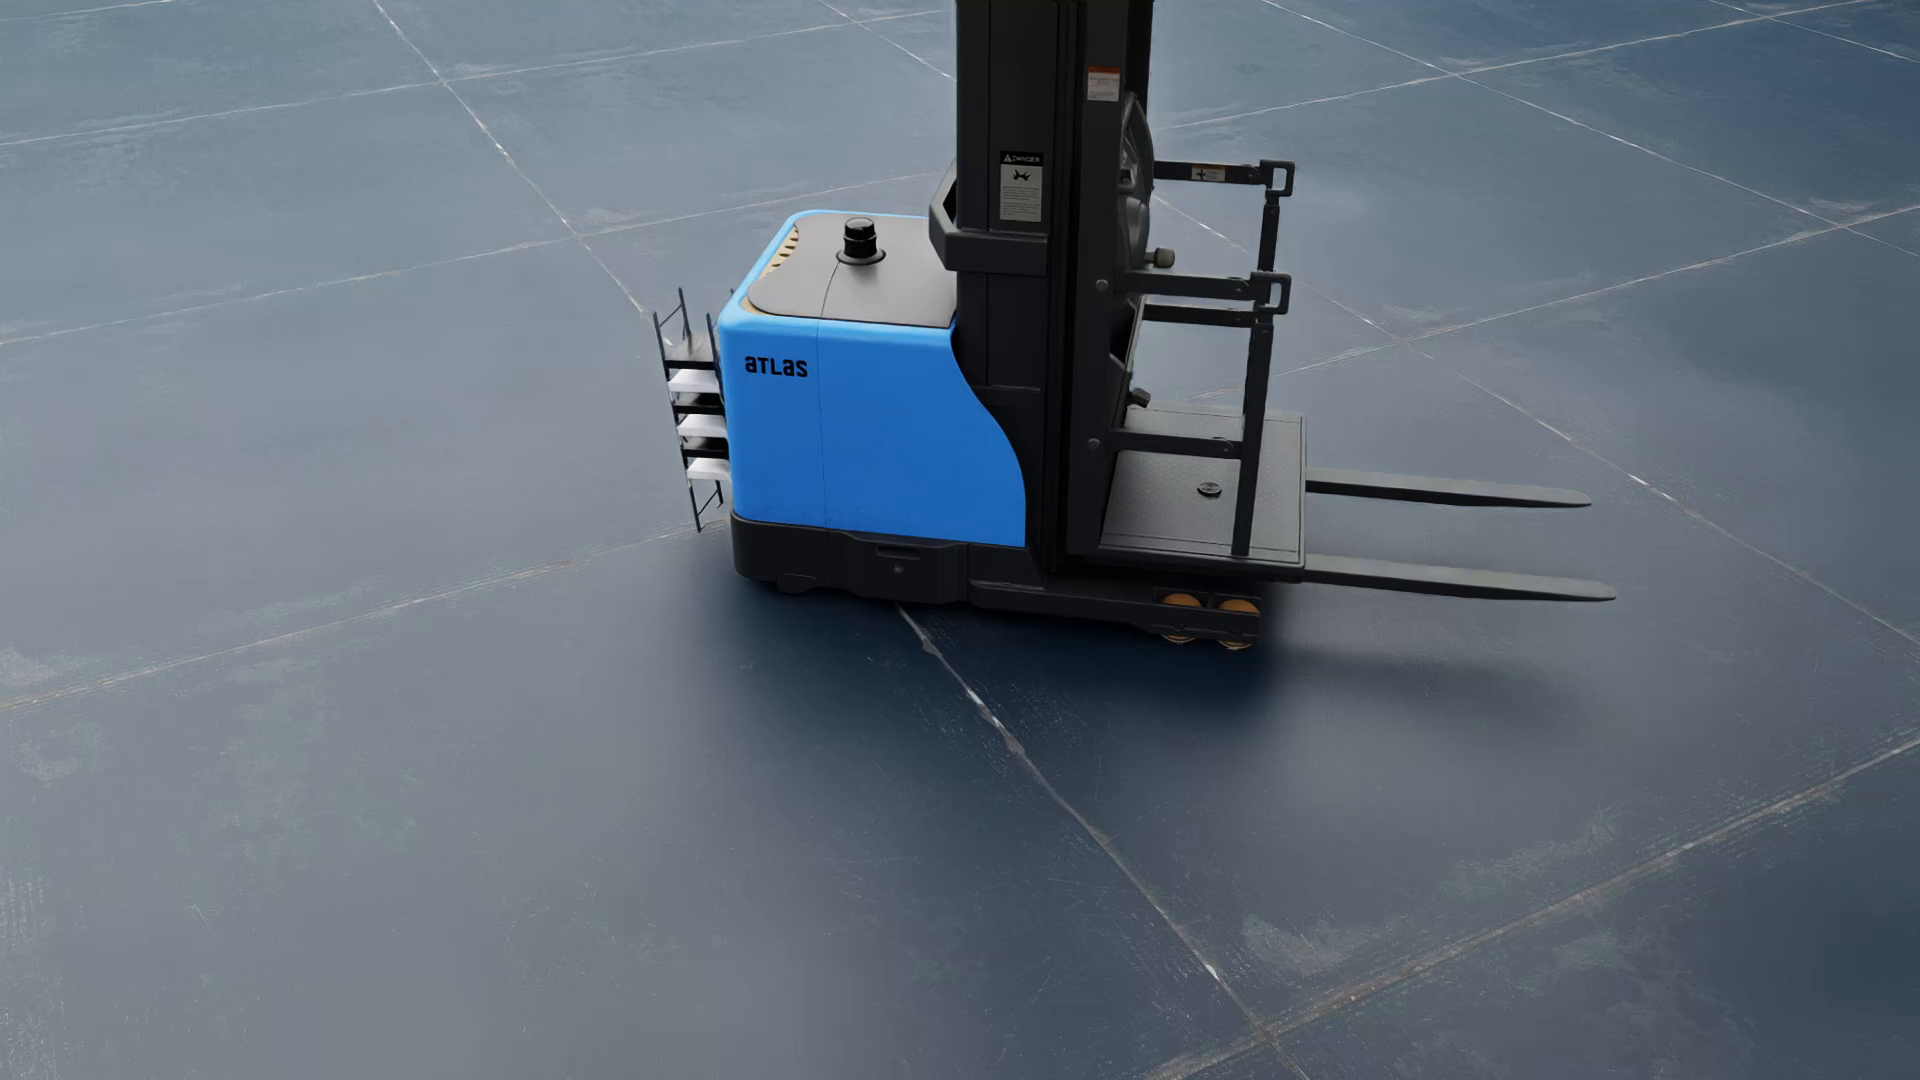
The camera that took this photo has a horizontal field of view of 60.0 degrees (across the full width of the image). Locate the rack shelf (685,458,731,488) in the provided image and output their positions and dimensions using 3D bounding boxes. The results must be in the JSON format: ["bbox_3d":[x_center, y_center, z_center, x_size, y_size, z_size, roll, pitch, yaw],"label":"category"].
[{"bbox_3d":[-0.883,-0.286,6.240,0.200,0.077,0.258,4,32,16],"label":"rack shelf"}]

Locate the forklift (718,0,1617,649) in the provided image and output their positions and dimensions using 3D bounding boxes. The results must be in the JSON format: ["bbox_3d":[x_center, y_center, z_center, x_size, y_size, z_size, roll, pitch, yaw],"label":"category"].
[{"bbox_3d":[0.755,-1.175,5.366,3.031,2.935,1.130,6,33,9],"label":"forklift"}]

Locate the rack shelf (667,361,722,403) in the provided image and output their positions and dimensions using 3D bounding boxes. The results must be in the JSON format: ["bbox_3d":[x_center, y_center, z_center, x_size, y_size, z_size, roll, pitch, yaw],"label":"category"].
[{"bbox_3d":[-0.917,-0.592,6.054,0.200,0.077,0.258,4,32,16],"label":"rack shelf"}]

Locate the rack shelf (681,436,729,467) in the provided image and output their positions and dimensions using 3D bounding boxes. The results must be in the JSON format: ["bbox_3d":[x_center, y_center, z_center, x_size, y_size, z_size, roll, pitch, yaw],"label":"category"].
[{"bbox_3d":[-0.892,-0.362,6.193,0.200,0.077,0.258,4,32,16],"label":"rack shelf"}]

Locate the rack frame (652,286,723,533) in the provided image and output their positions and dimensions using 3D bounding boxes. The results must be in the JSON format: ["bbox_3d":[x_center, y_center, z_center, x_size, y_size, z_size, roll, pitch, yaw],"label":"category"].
[{"bbox_3d":[-1.001,-0.474,6.158,0.006,0.900,0.240,4,32,16],"label":"rack frame"}]

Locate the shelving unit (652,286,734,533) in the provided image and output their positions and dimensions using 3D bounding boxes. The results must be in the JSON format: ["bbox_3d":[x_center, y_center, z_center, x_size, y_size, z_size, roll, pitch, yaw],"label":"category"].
[{"bbox_3d":[-0.903,-0.467,6.130,0.210,0.900,0.258,4,32,16],"label":"shelving unit"}]

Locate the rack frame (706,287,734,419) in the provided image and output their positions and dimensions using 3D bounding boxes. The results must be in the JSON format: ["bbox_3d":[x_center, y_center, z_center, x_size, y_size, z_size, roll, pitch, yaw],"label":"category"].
[{"bbox_3d":[-0.806,-0.461,6.101,0.006,0.900,0.240,4,32,16],"label":"rack frame"}]

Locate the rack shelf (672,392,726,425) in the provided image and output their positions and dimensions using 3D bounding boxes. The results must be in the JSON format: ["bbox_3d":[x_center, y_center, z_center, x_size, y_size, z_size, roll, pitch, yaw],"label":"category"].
[{"bbox_3d":[-0.909,-0.516,6.101,0.200,0.077,0.258,4,32,16],"label":"rack shelf"}]

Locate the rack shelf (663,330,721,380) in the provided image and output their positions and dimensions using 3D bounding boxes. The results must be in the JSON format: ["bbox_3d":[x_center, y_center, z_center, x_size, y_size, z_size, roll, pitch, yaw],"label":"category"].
[{"bbox_3d":[-0.926,-0.669,6.008,0.200,0.077,0.258,4,32,16],"label":"rack shelf"}]

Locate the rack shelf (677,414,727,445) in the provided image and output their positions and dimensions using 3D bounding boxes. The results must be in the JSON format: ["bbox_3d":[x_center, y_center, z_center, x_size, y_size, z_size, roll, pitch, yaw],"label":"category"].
[{"bbox_3d":[-0.900,-0.439,6.147,0.200,0.077,0.258,4,32,16],"label":"rack shelf"}]
